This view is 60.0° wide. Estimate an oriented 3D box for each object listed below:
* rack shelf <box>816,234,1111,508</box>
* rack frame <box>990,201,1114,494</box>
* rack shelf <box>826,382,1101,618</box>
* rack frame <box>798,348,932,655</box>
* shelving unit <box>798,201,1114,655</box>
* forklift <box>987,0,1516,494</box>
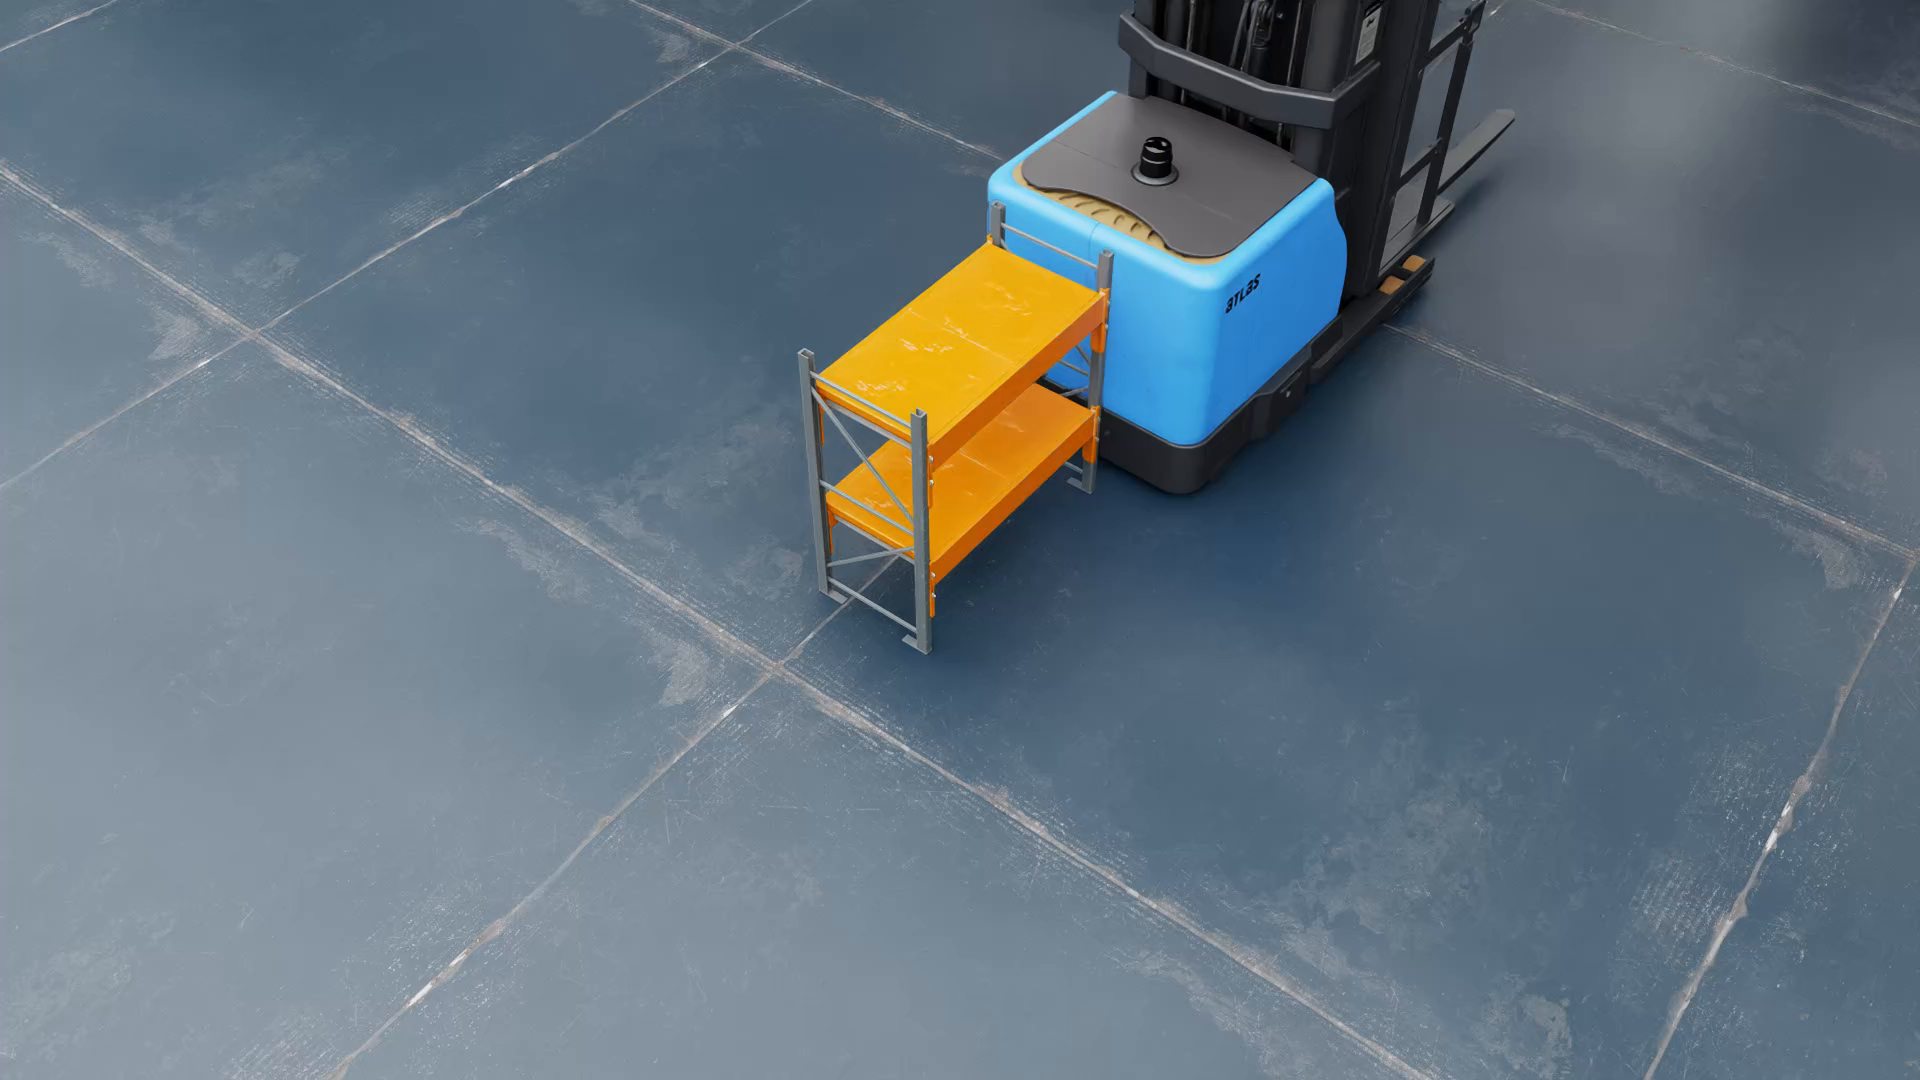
[{"bbox_3d":[0.004,-0.595,5.635,0.538,0.278,1.000,29,53,25],"label":"rack shelf"},{"bbox_3d":[0.315,-0.683,6.125,0.500,1.125,0.032,29,53,25],"label":"rack frame"},{"bbox_3d":[0.004,-0.224,6.024,0.538,0.278,1.000,29,53,25],"label":"rack shelf"},{"bbox_3d":[-0.307,-0.102,5.569,0.500,1.125,0.032,29,53,25],"label":"rack frame"},{"bbox_3d":[0.004,-0.392,5.847,0.538,1.125,1.048,29,53,25],"label":"shelving unit"},{"bbox_3d":[1.411,-2.191,6.316,1.130,2.935,3.031,31,54,26],"label":"forklift"}]
